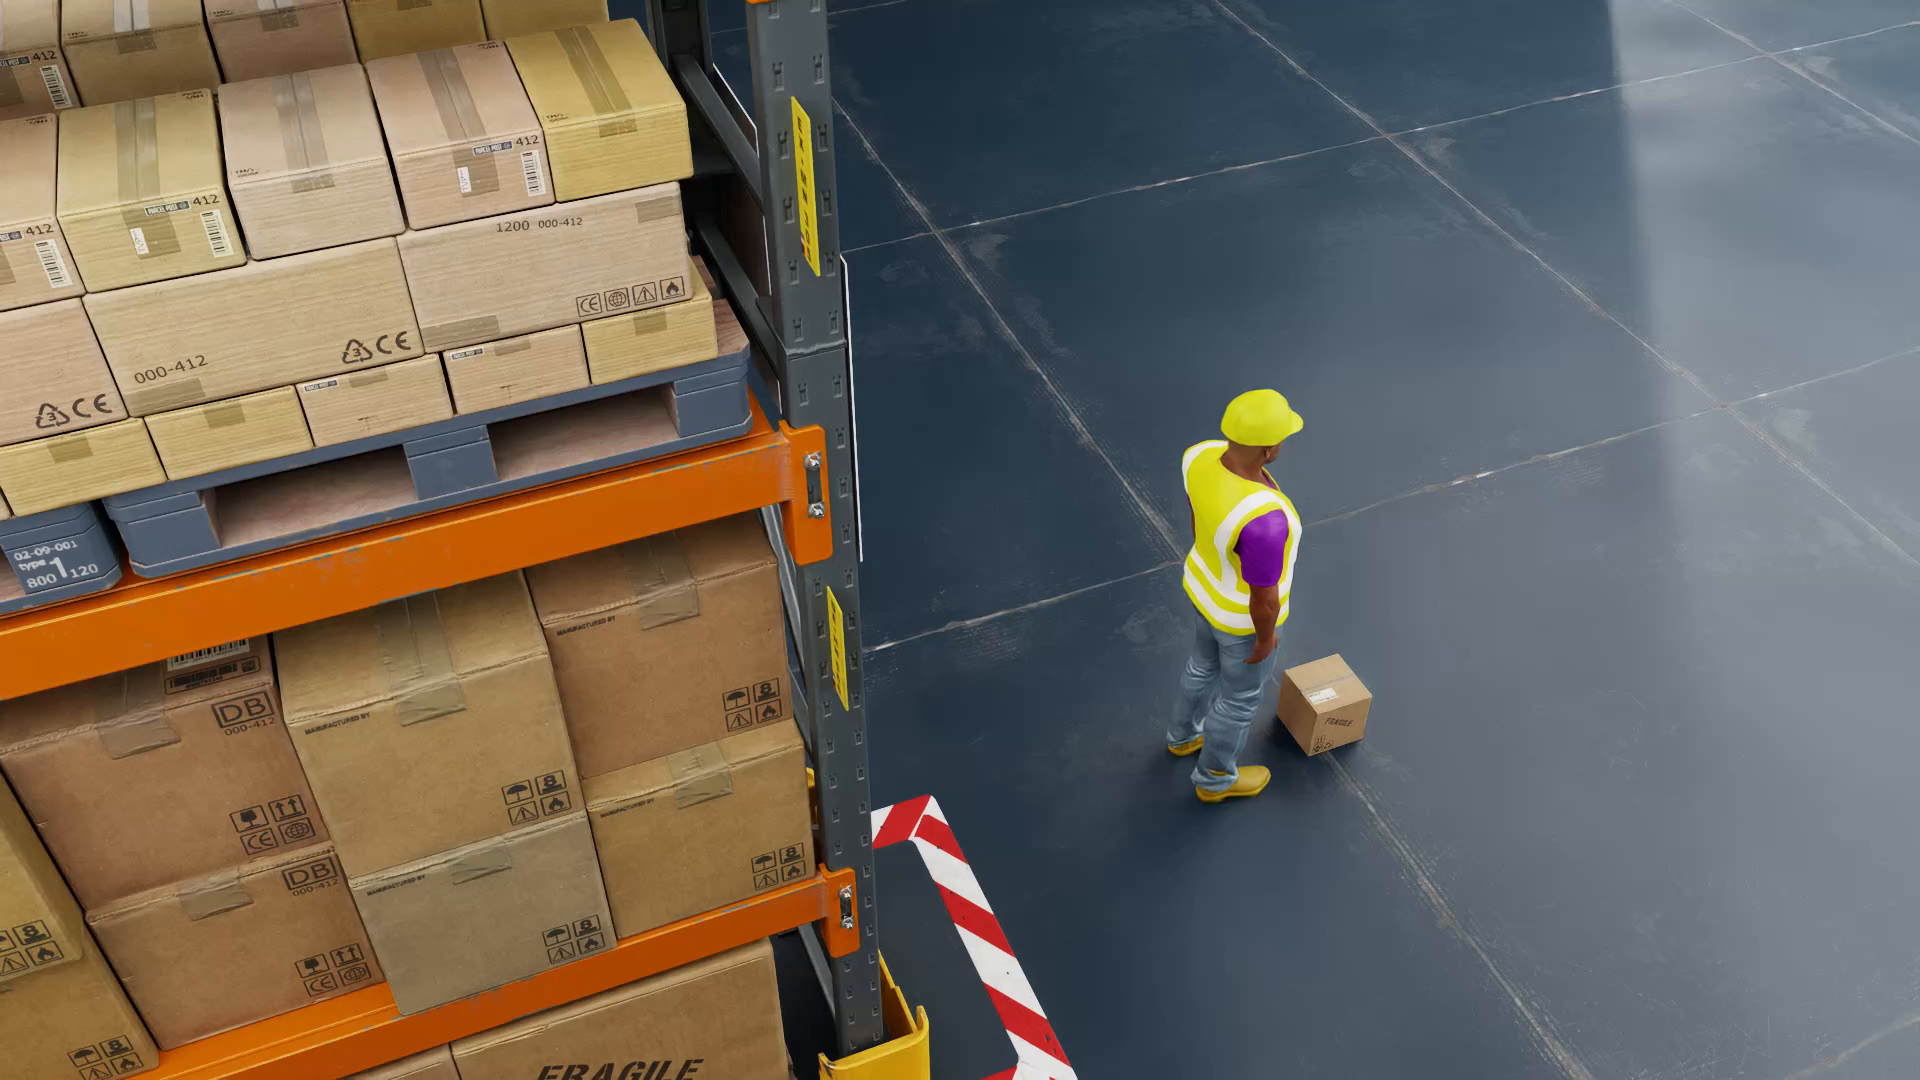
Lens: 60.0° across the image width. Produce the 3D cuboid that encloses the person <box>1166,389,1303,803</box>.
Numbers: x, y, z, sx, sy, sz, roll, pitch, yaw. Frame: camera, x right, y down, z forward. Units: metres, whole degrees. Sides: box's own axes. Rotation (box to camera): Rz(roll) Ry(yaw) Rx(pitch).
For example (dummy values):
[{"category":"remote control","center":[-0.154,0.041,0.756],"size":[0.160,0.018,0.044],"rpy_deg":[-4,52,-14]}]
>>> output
[{"category":"person","center":[0.971,0.197,5.921],"size":[0.359,1.764,0.564],"rpy_deg":[-14,44,-16]}]
